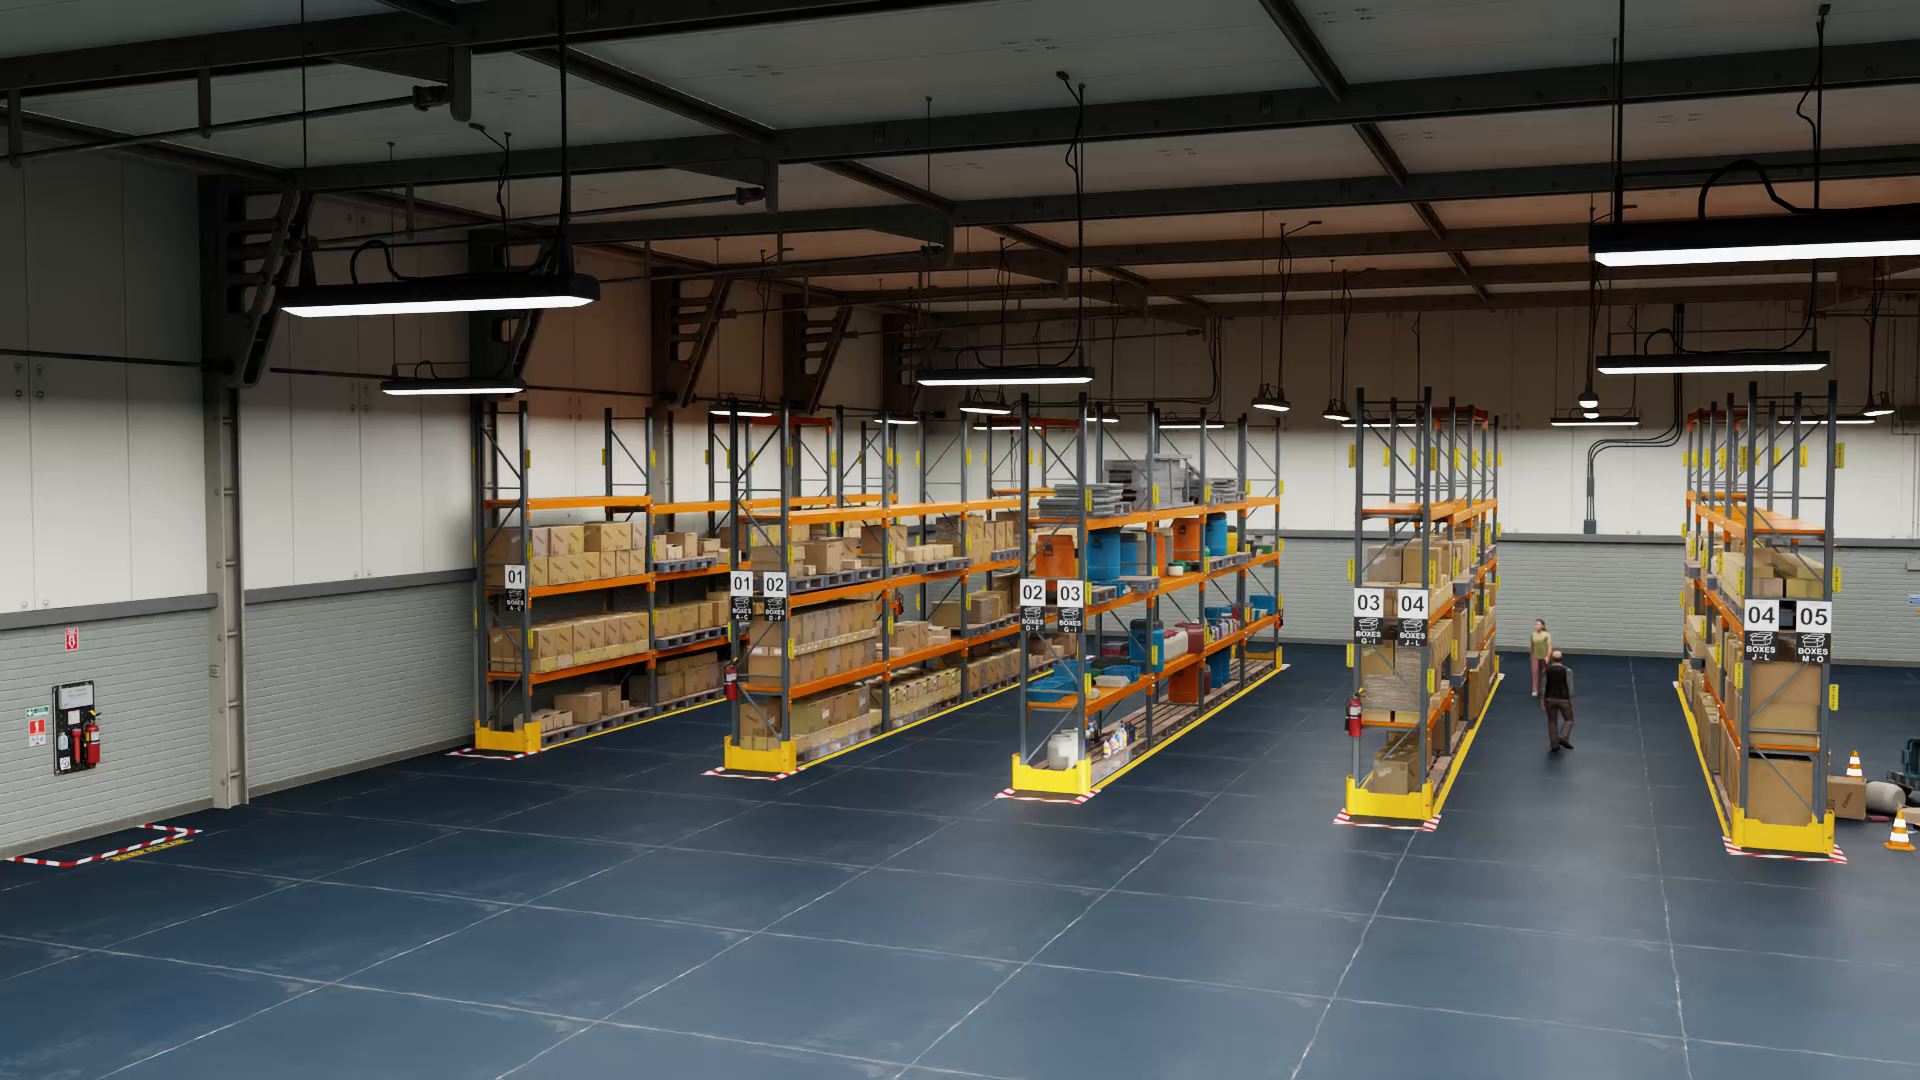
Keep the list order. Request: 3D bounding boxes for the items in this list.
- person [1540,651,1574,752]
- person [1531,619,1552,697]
[{"bbox_3d":[10.213,2.761,28.436,0.571,1.722,0.506,1,3,26],"label":"person"},{"bbox_3d":[12.244,2.474,35.042,0.435,1.604,1.064,1,3,22],"label":"person"}]
